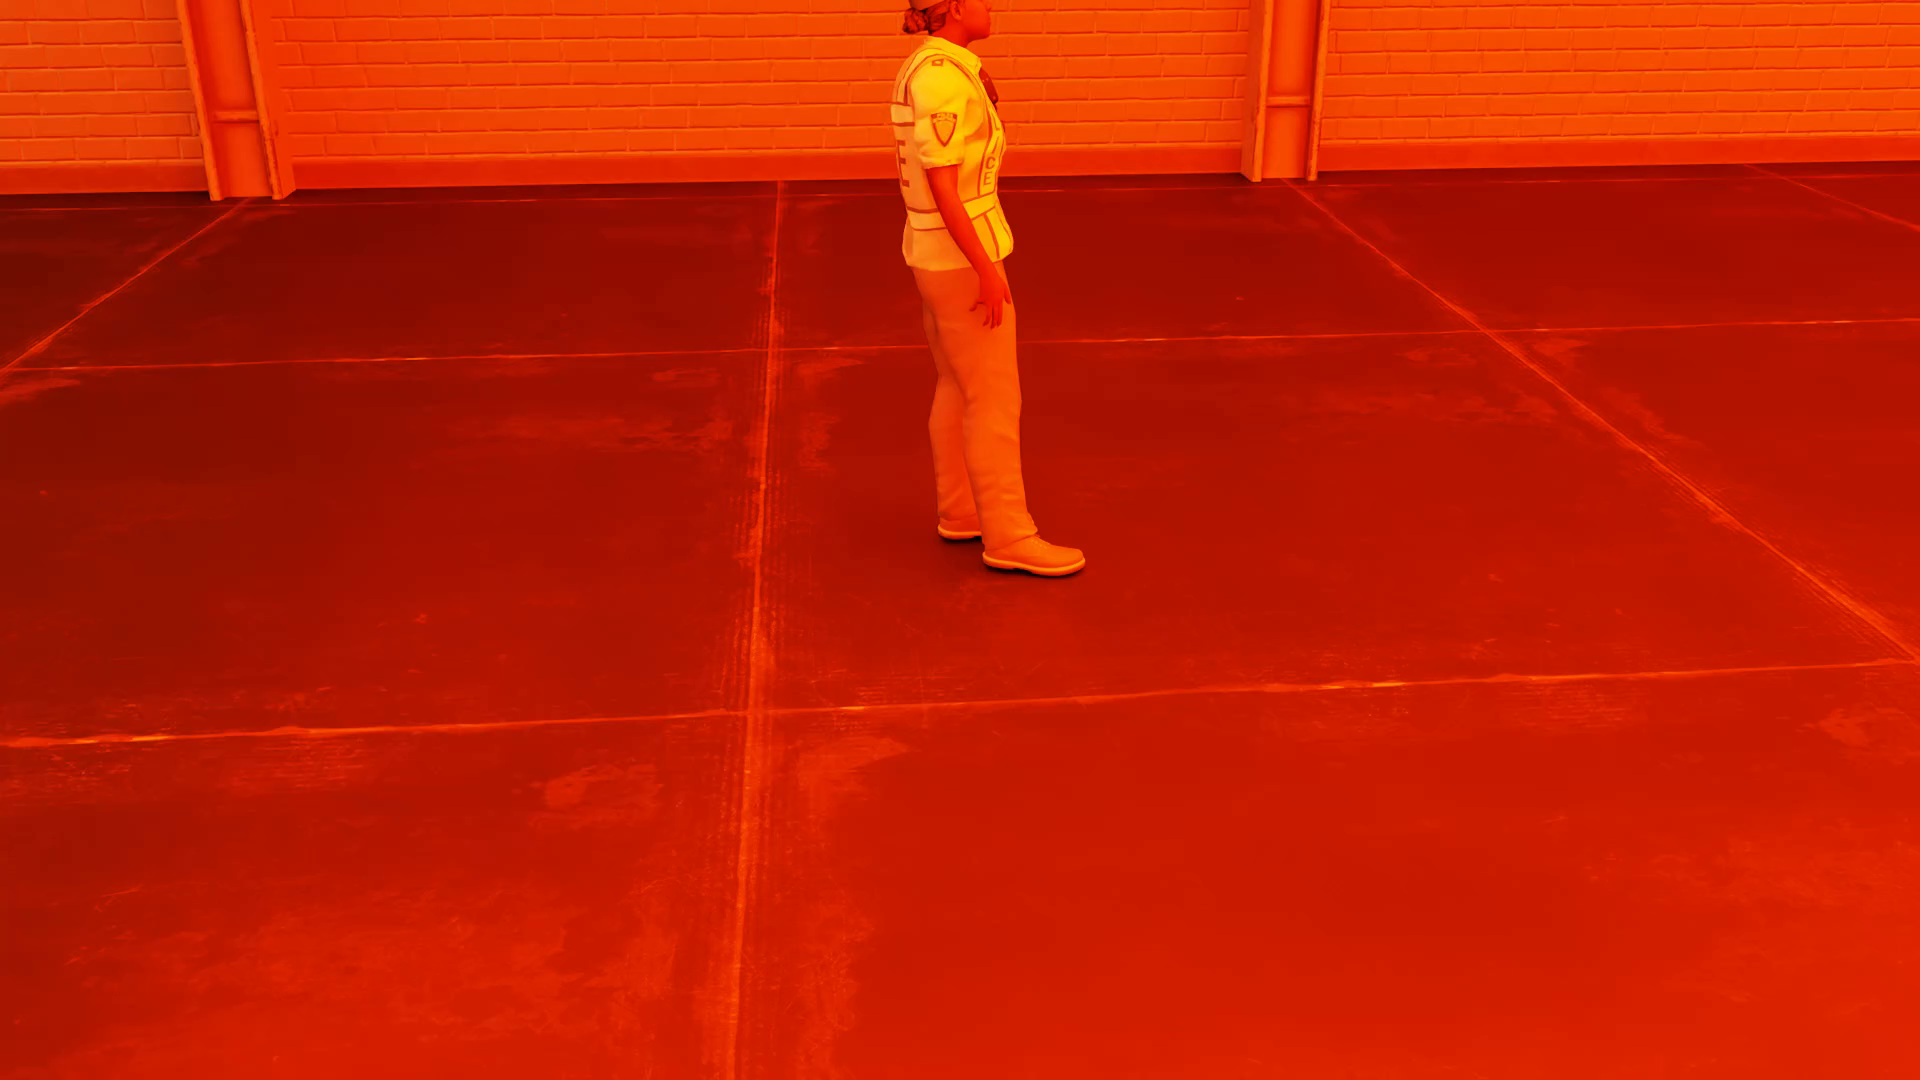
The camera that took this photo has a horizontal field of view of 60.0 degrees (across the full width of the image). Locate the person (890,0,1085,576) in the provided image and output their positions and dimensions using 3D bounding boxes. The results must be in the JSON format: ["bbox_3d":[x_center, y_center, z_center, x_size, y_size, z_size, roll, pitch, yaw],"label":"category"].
[{"bbox_3d":[0.076,-0.778,4.647,0.530,1.695,0.569,-2,24,-5],"label":"person"}]
